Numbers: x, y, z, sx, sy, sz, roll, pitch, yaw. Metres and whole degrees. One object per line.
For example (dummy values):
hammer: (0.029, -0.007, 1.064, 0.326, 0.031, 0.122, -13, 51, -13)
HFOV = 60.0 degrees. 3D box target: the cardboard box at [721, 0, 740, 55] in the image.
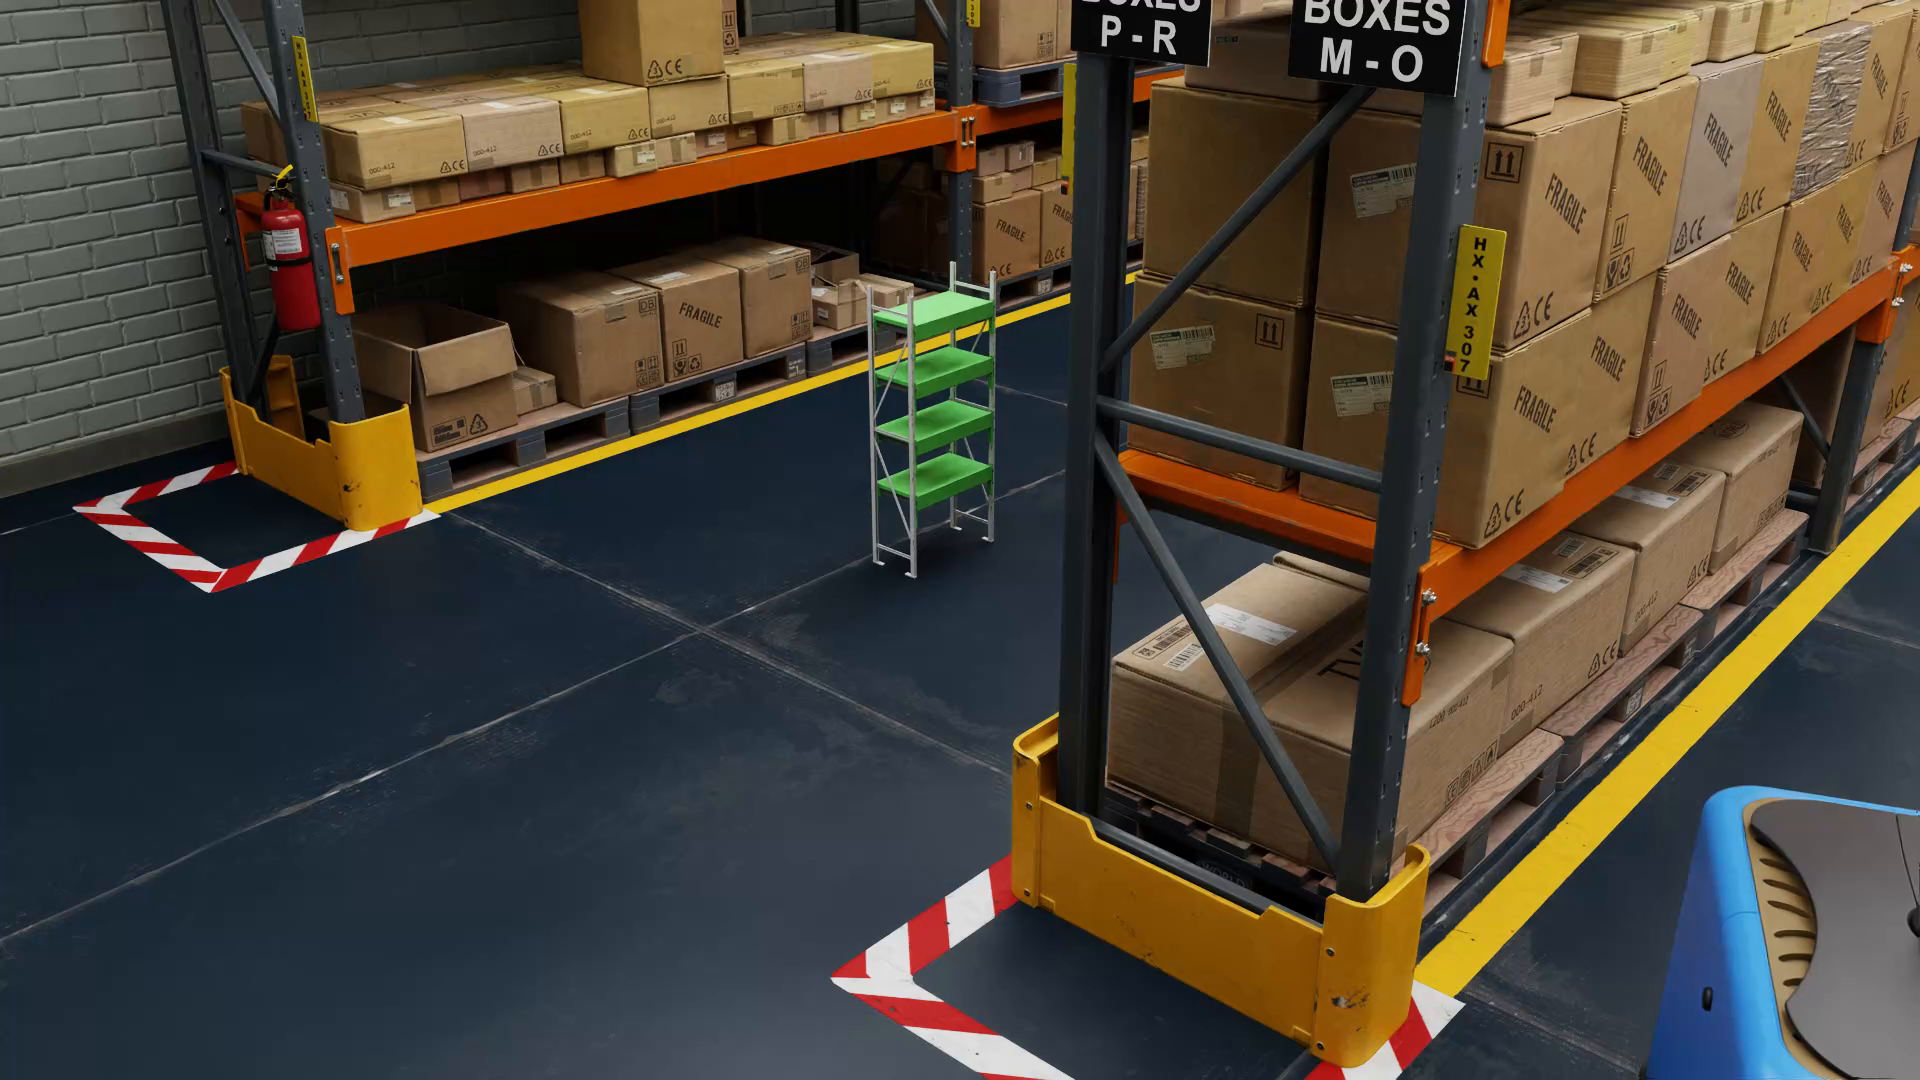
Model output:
cardboard box: (-1.531, -2.830, 8.799, 0.500, 0.500, 0.500, 19, 30, 36)

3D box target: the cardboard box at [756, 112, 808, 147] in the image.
cardboard box: (-1.021, -2.192, 8.779, 0.380, 0.149, 0.250, 20, 31, 37)

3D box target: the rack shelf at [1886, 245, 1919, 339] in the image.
rack shelf: (4.695, -1.728, 8.318, 1.077, 0.370, 4.000, 20, 31, 38)

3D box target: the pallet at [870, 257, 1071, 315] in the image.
pallet: (0.176, -1.787, 10.978, 1.003, 0.211, 1.213, 20, 31, 38)

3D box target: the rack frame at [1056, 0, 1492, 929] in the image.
rack frame: (0.691, -0.229, 4.094, 1.000, 3.000, 0.127, 20, 31, 38)

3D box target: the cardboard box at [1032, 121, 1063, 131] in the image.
cardboard box: (0.716, -2.814, 11.609, 0.380, 0.149, 0.250, 19, 30, 36)

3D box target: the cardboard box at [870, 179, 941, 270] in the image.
cardboard box: (-0.231, -2.083, 10.771, 0.500, 0.500, 0.500, 20, 31, 37)

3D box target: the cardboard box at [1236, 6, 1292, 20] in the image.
cardboard box: (0.933, -1.274, 4.289, 0.380, 0.149, 0.250, 21, 31, 38)

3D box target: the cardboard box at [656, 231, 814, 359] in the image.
cardboard box: (-1.237, -1.360, 9.160, 0.700, 0.500, 0.500, 19, 30, 36)

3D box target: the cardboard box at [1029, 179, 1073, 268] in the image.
cardboard box: (0.500, -2.103, 10.817, 0.500, 0.500, 0.500, 20, 31, 37)

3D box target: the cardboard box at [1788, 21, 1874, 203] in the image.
cardboard box: (2.574, -1.420, 5.406, 0.500, 0.500, 0.500, 21, 31, 38)

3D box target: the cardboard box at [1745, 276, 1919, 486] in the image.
cardboard box: (3.715, -0.880, 7.630, 0.875, 0.875, 0.875, 21, 32, 39)

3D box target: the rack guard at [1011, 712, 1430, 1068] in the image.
rack guard: (0.675, 0.919, 4.589, 1.175, 0.500, 0.348, 20, 31, 38)

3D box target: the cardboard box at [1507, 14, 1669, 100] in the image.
cardboard box: (1.515, -1.206, 4.137, 0.380, 0.149, 0.250, 21, 32, 39)

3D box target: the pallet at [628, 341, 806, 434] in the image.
pallet: (-1.612, -0.947, 9.104, 1.003, 0.211, 1.213, 20, 31, 38)

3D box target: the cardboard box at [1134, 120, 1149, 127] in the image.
cardboard box: (1.446, -2.844, 11.675, 0.380, 0.149, 0.250, 20, 31, 37)

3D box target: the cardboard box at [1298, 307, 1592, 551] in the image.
cardboard box: (1.225, -0.342, 4.224, 0.500, 0.500, 0.500, 20, 31, 37)

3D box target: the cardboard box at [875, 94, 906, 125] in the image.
cardboard box: (-0.521, -2.436, 9.323, 0.380, 0.149, 0.250, 21, 32, 39)

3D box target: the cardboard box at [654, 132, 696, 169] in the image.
cardboard box: (-1.527, -1.958, 8.258, 0.380, 0.149, 0.250, 21, 32, 39)

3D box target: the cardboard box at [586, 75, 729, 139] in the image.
cardboard box: (-1.507, -2.185, 8.278, 0.500, 0.250, 0.500, 19, 30, 36)

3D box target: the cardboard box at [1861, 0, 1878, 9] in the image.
cardboard box: (2.961, -1.940, 5.774, 0.380, 0.149, 0.250, 20, 31, 38)

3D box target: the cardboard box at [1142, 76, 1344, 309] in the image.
cardboard box: (0.835, -0.942, 4.341, 0.500, 0.500, 0.500, 21, 32, 39)

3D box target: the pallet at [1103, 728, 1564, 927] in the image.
pallet: (1.166, 0.779, 5.255, 1.003, 0.211, 1.213, 20, 31, 38)

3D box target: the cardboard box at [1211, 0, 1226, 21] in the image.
cardboard box: (1.379, -3.711, 11.221, 0.797, 0.503, 0.637, 19, 31, 36)

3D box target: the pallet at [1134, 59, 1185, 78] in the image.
pallet: (1.037, -3.339, 11.265, 1.003, 0.211, 1.213, 20, 31, 38)

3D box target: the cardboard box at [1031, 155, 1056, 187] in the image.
cardboard box: (0.389, -2.372, 10.623, 0.380, 0.149, 0.250, 18, 30, 35)

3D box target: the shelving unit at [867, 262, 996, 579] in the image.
shelving unit: (-0.110, -0.497, 6.892, 0.258, 1.200, 0.503, 20, 31, 38)

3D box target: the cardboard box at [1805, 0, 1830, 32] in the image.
cardboard box: (2.492, -1.692, 5.221, 0.380, 0.149, 0.250, 19, 31, 36)

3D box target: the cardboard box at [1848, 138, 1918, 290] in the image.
cardboard box: (3.241, -1.282, 6.320, 0.500, 0.500, 0.500, 20, 31, 38)

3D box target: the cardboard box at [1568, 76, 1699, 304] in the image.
cardboard box: (1.563, -0.958, 4.377, 0.500, 0.500, 0.500, 19, 30, 36)

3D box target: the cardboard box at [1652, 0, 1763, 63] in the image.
cardboard box: (2.011, -1.450, 4.681, 0.380, 0.149, 0.250, 20, 31, 38)

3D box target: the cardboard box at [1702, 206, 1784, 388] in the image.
cardboard box: (2.217, -0.811, 5.270, 0.500, 0.500, 0.500, 21, 32, 39)

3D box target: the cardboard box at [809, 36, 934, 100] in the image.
cardboard box: (-0.497, -2.647, 9.307, 0.500, 0.250, 0.500, 21, 32, 39)

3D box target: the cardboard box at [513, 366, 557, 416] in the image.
cardboard box: (-2.217, -0.753, 8.234, 0.380, 0.149, 0.250, 19, 30, 36)

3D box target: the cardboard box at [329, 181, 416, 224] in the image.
cardboard box: (-2.584, -1.493, 7.222, 0.380, 0.149, 0.250, 20, 31, 37)

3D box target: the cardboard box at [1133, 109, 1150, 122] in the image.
cardboard box: (1.197, -3.065, 12.168, 0.380, 0.149, 0.250, 18, 30, 35)

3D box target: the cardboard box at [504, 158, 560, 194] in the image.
cardboard box: (-2.085, -1.733, 7.757, 0.380, 0.149, 0.250, 21, 32, 39)

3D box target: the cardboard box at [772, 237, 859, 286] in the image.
cardboard box: (-0.955, -1.630, 9.991, 0.500, 0.311, 0.500, 22, 32, 39)

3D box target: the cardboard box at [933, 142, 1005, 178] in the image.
cardboard box: (0.054, -2.337, 10.183, 0.380, 0.149, 0.250, 19, 31, 37)

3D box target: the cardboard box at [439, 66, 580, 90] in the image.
cardboard box: (-2.220, -2.169, 8.241, 0.500, 0.250, 0.500, 21, 32, 39)

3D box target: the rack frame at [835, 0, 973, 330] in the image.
rack frame: (-0.338, -2.802, 9.832, 1.000, 3.000, 0.127, 20, 31, 38)

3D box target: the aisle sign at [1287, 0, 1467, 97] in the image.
aisle sign: (0.859, -1.314, 3.336, 0.394, 0.787, 0.004, 20, 31, 38)

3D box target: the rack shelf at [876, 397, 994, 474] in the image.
rack shelf: (-0.110, -0.439, 6.918, 0.258, 0.148, 0.480, 20, 31, 38)

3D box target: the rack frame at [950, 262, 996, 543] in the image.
rack frame: (0.052, -0.571, 7.058, 0.240, 1.200, 0.015, 20, 31, 38)

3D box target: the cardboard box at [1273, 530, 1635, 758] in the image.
cardboard box: (1.661, 0.239, 5.668, 0.875, 0.438, 0.875, 21, 32, 39)

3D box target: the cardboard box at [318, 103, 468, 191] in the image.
cardboard box: (-2.505, -1.715, 7.228, 0.500, 0.250, 0.500, 20, 31, 38)

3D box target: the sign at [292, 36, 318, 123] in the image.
sign: (-2.604, -1.830, 6.606, 0.100, 0.325, 0.005, 20, 31, 38)

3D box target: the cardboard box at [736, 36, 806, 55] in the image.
cardboard box: (-1.200, -2.637, 9.285, 0.500, 0.250, 0.500, 20, 31, 37)
